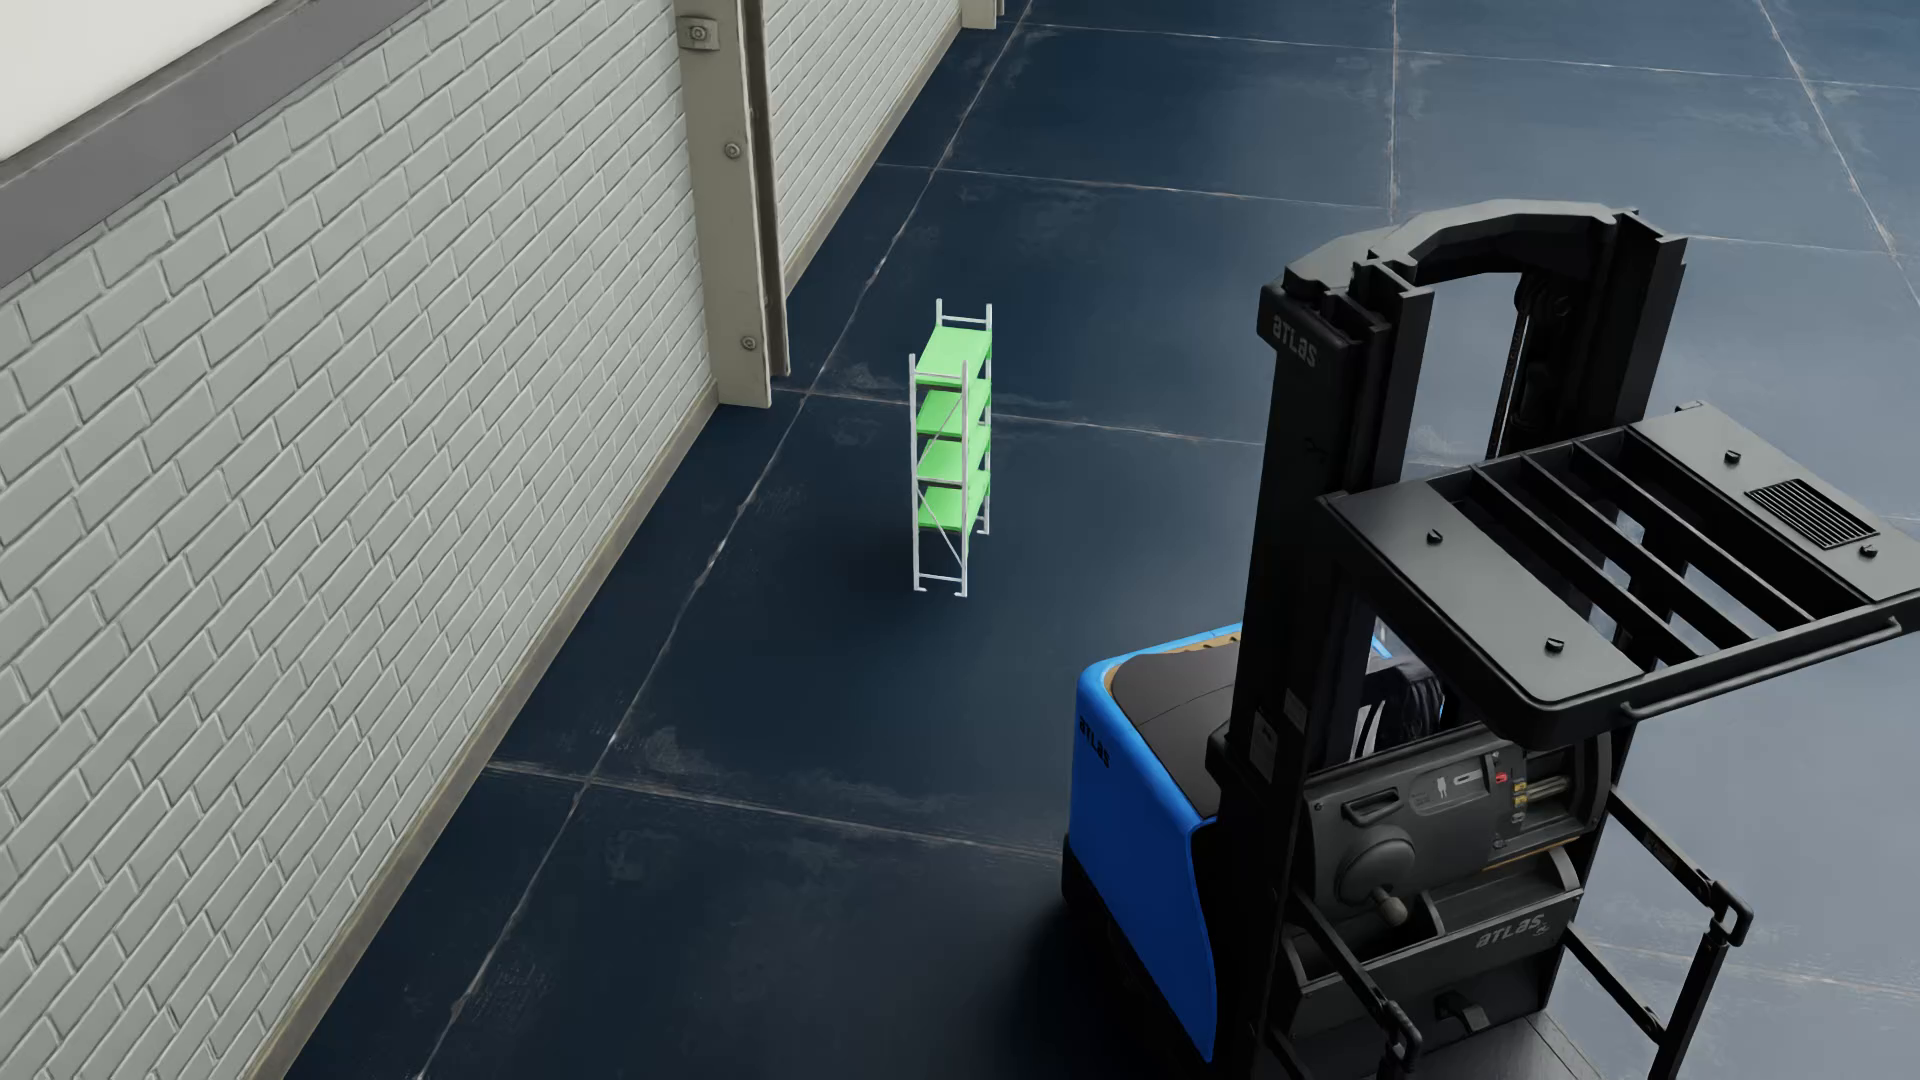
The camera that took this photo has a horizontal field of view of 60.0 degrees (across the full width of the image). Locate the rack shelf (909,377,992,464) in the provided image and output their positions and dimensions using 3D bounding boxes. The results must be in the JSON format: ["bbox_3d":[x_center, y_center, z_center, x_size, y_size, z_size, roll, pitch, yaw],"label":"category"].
[{"bbox_3d":[-0.035,-0.534,7.164,0.258,0.148,0.480,7,37,10],"label":"rack shelf"}]

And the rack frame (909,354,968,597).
[{"bbox_3d":[-0.087,-0.251,7.074,0.240,1.200,0.015,7,37,10],"label":"rack frame"}]

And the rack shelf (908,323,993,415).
[{"bbox_3d":[-0.035,-0.728,7.023,0.258,0.148,0.480,7,37,10],"label":"rack shelf"}]

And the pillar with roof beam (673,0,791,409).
[{"bbox_3d":[3.096,-3.925,5.497,9.100,9.000,0.400,7,37,10],"label":"pillar with roof beam"}]

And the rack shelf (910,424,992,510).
[{"bbox_3d":[-0.035,-0.339,7.304,0.258,0.148,0.480,7,37,10],"label":"rack shelf"}]

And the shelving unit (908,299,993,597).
[{"bbox_3d":[-0.035,-0.391,7.267,0.258,1.200,0.503,7,37,10],"label":"shelving unit"}]

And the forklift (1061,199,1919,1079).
[{"bbox_3d":[1.393,0.781,4.175,1.130,2.935,3.031,-14,38,-18],"label":"forklift"}]

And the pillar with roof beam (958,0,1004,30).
[{"bbox_3d":[4.378,-7.364,10.243,9.100,9.000,0.400,7,37,10],"label":"pillar with roof beam"}]

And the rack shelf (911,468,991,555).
[{"bbox_3d":[-0.035,-0.145,7.445,0.258,0.148,0.480,7,37,10],"label":"rack shelf"}]

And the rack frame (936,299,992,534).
[{"bbox_3d":[0.017,-0.531,7.460,0.240,1.200,0.015,7,37,10],"label":"rack frame"}]
